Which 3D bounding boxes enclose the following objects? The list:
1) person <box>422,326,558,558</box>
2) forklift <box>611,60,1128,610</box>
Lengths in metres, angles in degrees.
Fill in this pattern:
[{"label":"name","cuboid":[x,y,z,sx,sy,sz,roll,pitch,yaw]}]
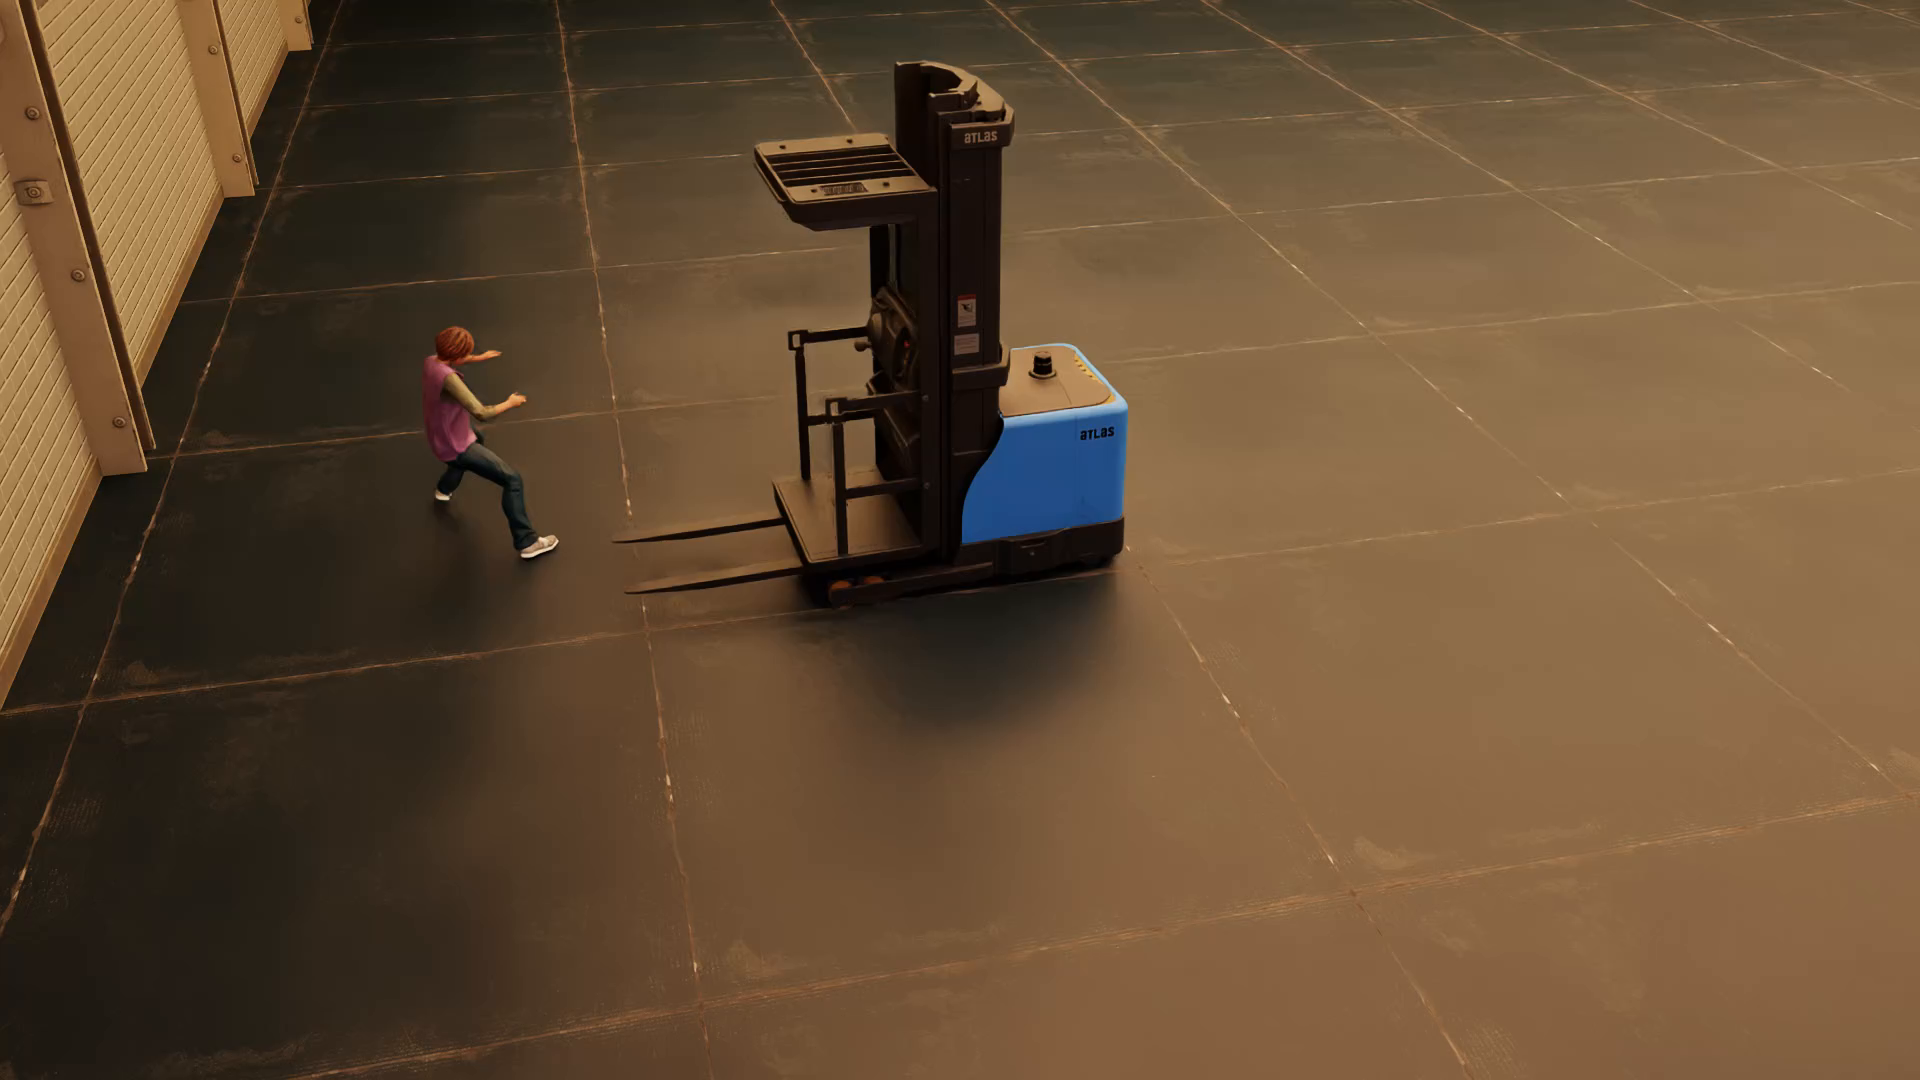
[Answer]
[{"label":"person","cuboid":[-3.000,-0.700,10.322,0.599,1.390,1.106,-15,33,-25]},{"label":"forklift","cuboid":[-0.572,-1.154,9.568,3.031,2.935,1.130,-9,31,-15]}]
